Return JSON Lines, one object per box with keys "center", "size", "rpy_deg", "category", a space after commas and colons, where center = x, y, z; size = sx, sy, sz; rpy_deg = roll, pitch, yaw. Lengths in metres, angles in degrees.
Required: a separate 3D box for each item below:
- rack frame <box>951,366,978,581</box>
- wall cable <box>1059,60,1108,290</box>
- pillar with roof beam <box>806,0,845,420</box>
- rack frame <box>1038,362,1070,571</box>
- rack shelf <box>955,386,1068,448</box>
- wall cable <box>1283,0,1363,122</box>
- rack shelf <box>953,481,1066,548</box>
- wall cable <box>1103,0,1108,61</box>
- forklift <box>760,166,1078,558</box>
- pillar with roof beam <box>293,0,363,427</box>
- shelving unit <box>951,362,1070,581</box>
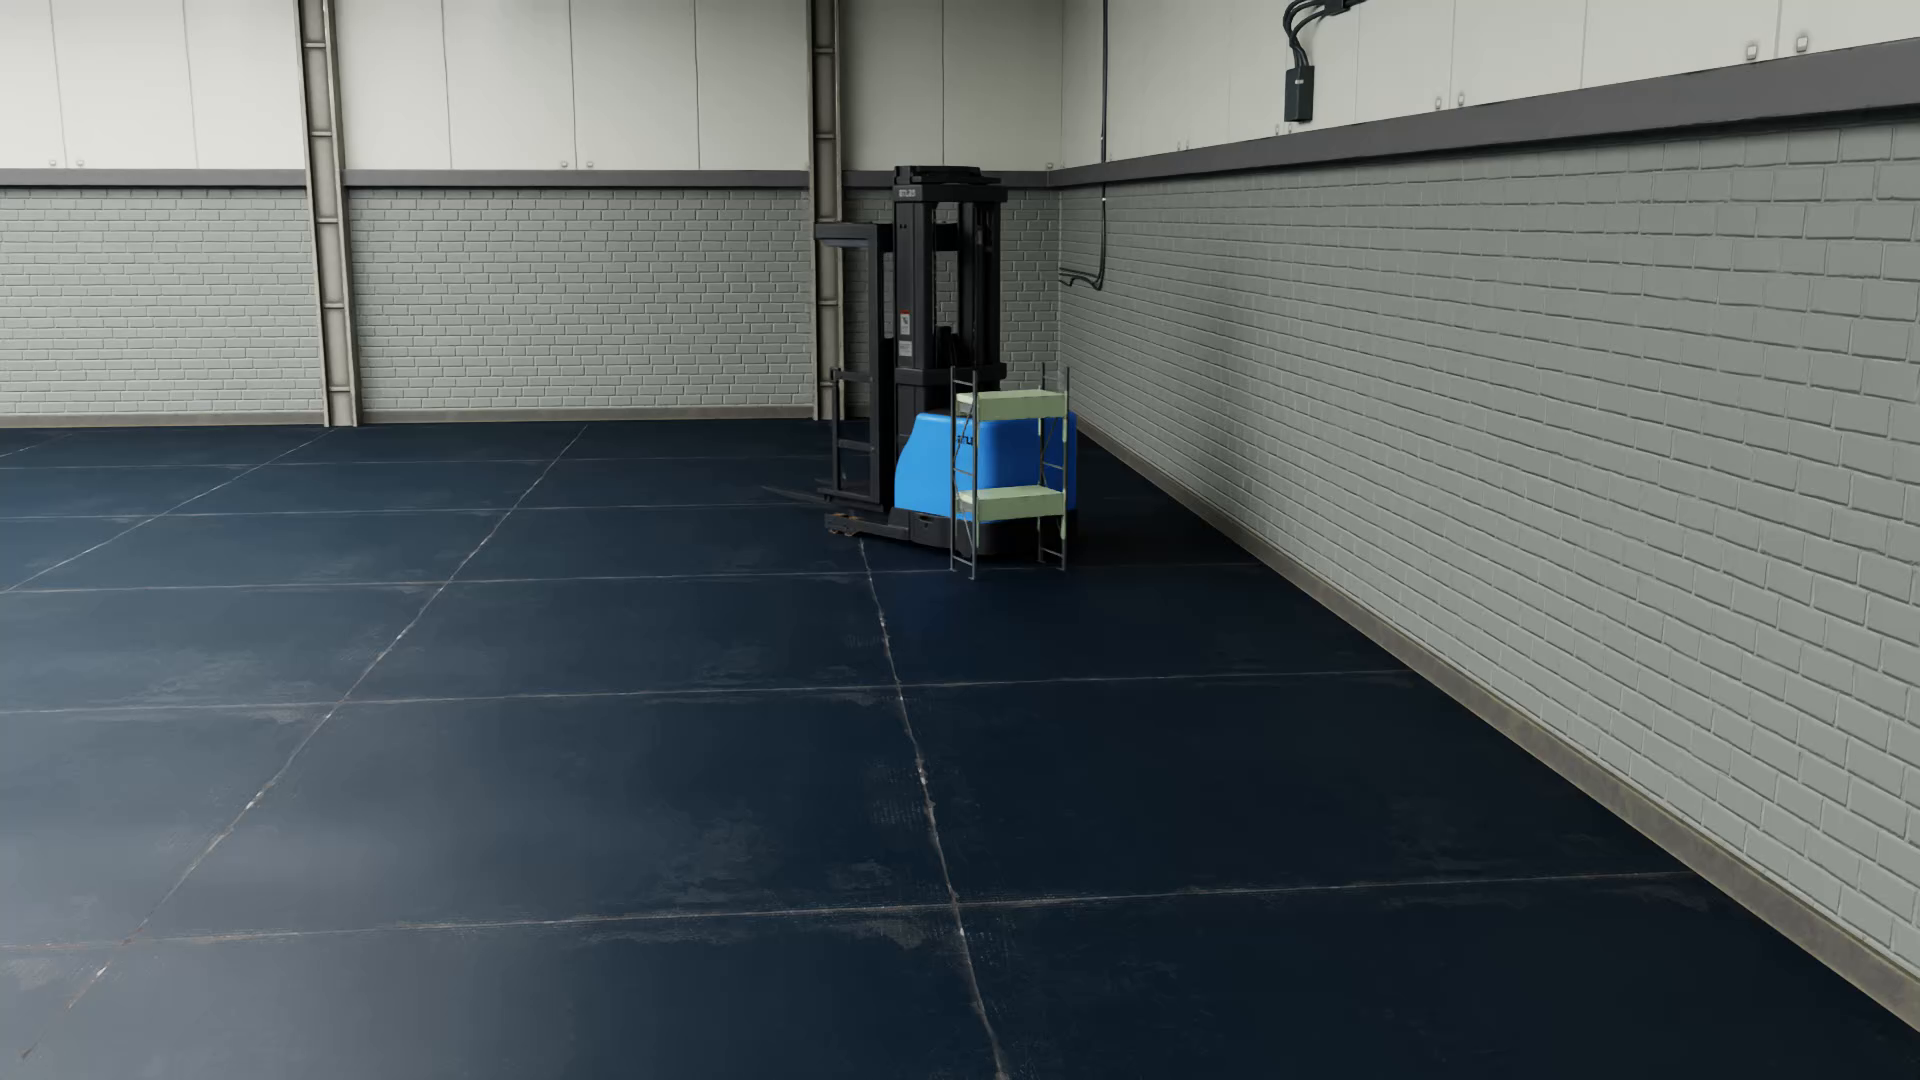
{"center": [0.028, -0.481, 11.924], "size": [0.023, 1.500, 0.400], "rpy_deg": [-5, 13, -25], "category": "rack frame"}
{"center": [1.396, -4.252, 19.717], "size": [0.112, 2.526, 3.097], "rpy_deg": [-1, 11, -6], "category": "wall cable"}
{"center": [-1.211, -5.142, 16.196], "size": [0.400, 9.000, 9.100], "rpy_deg": [-1, 11, -6], "category": "pillar with roof beam"}
{"center": [0.689, -0.542, 12.234], "size": [0.023, 1.500, 0.400], "rpy_deg": [-5, 13, -25], "category": "rack frame"}
{"center": [0.359, -0.895, 12.002], "size": [0.720, 0.370, 0.431], "rpy_deg": [-5, 13, -25], "category": "rack shelf"}
{"center": [2.406, -5.623, 9.827], "size": [0.169, 6.003, 2.305], "rpy_deg": [-1, 11, -6], "category": "wall cable"}
{"center": [0.358, -0.192, 12.143], "size": [0.720, 0.370, 0.431], "rpy_deg": [-5, 13, -25], "category": "rack shelf"}
{"center": [1.688, -6.211, 16.591], "size": [0.112, 2.526, 3.097], "rpy_deg": [-1, 11, -6], "category": "wall cable"}
{"center": [-0.466, -1.524, 13.520], "size": [1.130, 2.935, 3.031], "rpy_deg": [-11, 15, -43], "category": "forklift"}
{"center": [-7.175, -5.017, 15.560], "size": [0.400, 9.000, 9.100], "rpy_deg": [-1, 11, -6], "category": "pillar with roof beam"}
{"center": [0.358, -0.512, 12.079], "size": [0.755, 1.500, 0.431], "rpy_deg": [-5, 13, -25], "category": "shelving unit"}
